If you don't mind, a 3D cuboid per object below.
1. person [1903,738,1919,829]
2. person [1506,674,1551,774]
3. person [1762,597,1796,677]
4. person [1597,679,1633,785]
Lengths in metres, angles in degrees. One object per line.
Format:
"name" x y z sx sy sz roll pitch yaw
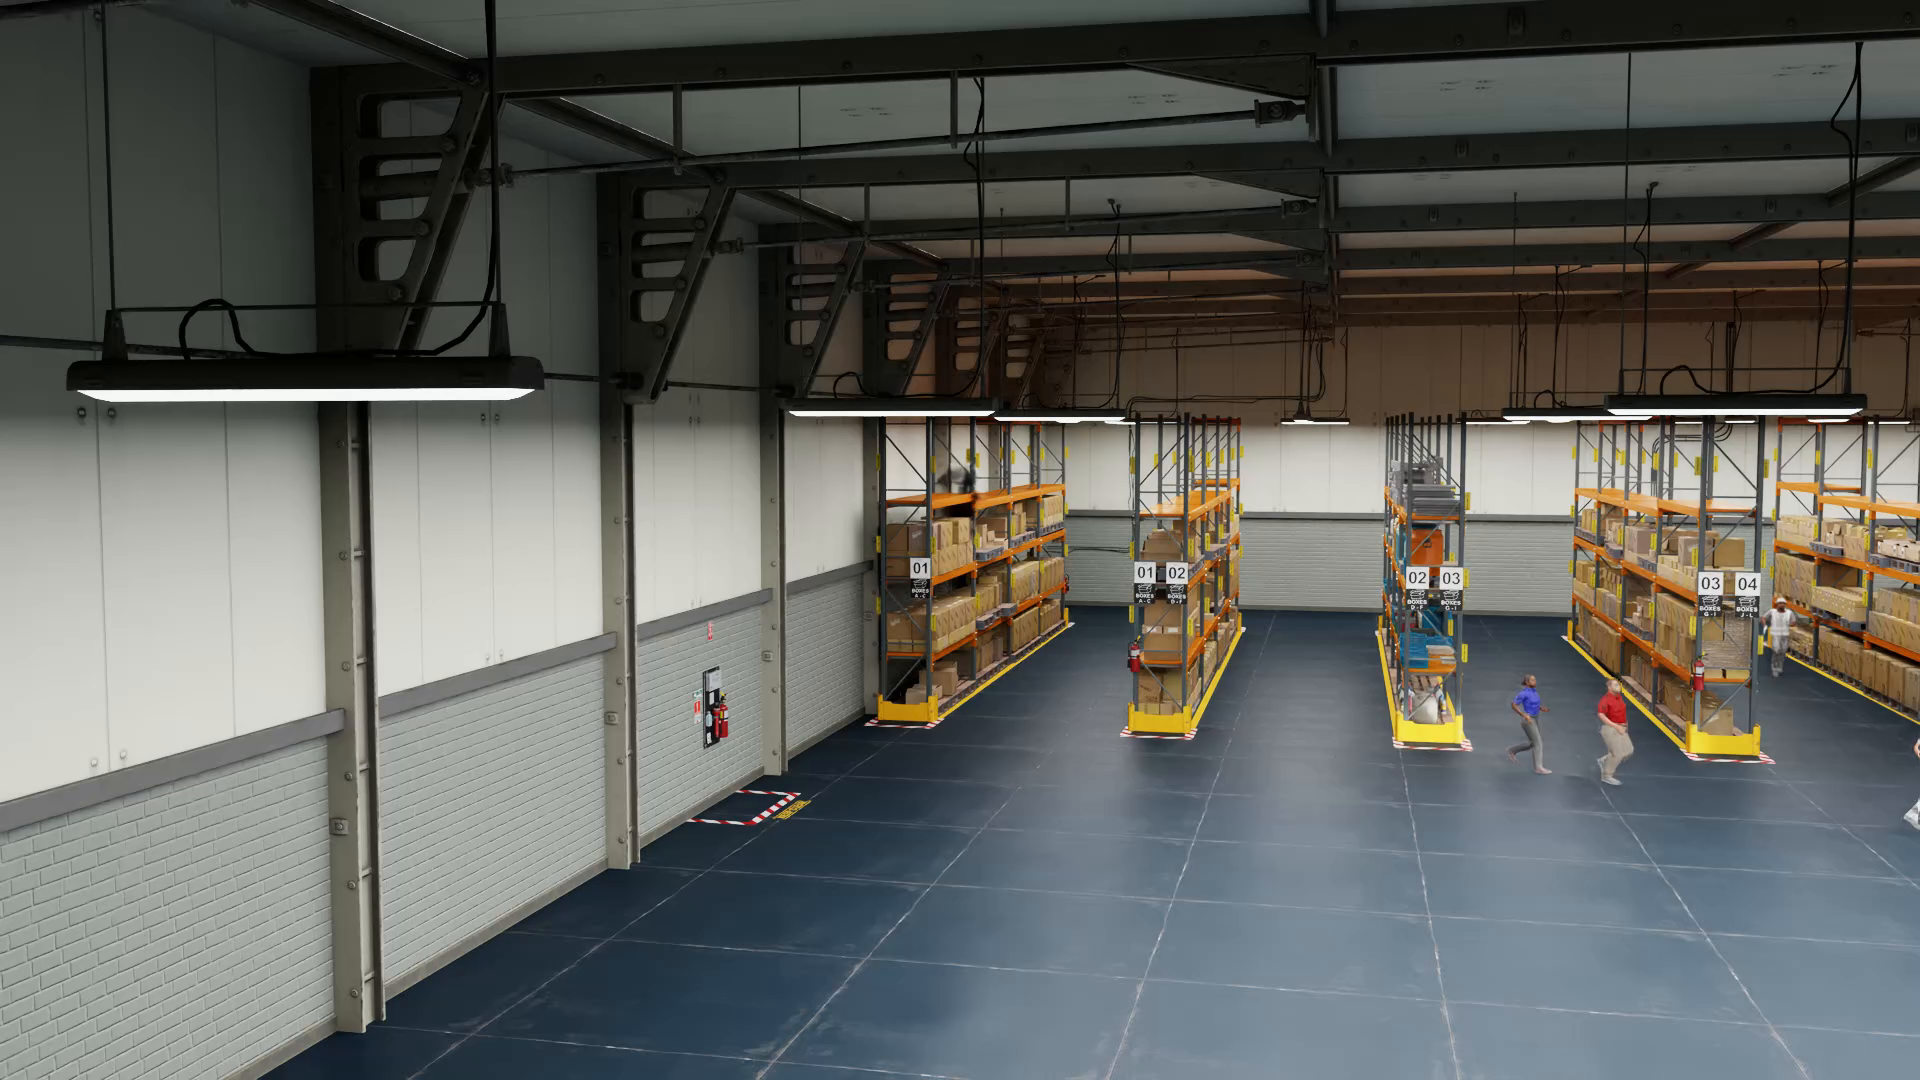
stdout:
"person" 13.627 3.249 23.176 0.649 1.805 0.857 -4 5 -45
"person" 9.462 3.036 27.638 0.793 1.622 0.588 4 5 43
"person" 18.909 2.238 38.357 0.664 1.839 0.775 1 4 12
"person" 10.525 3.076 26.755 0.667 1.693 0.522 -4 5 -42
